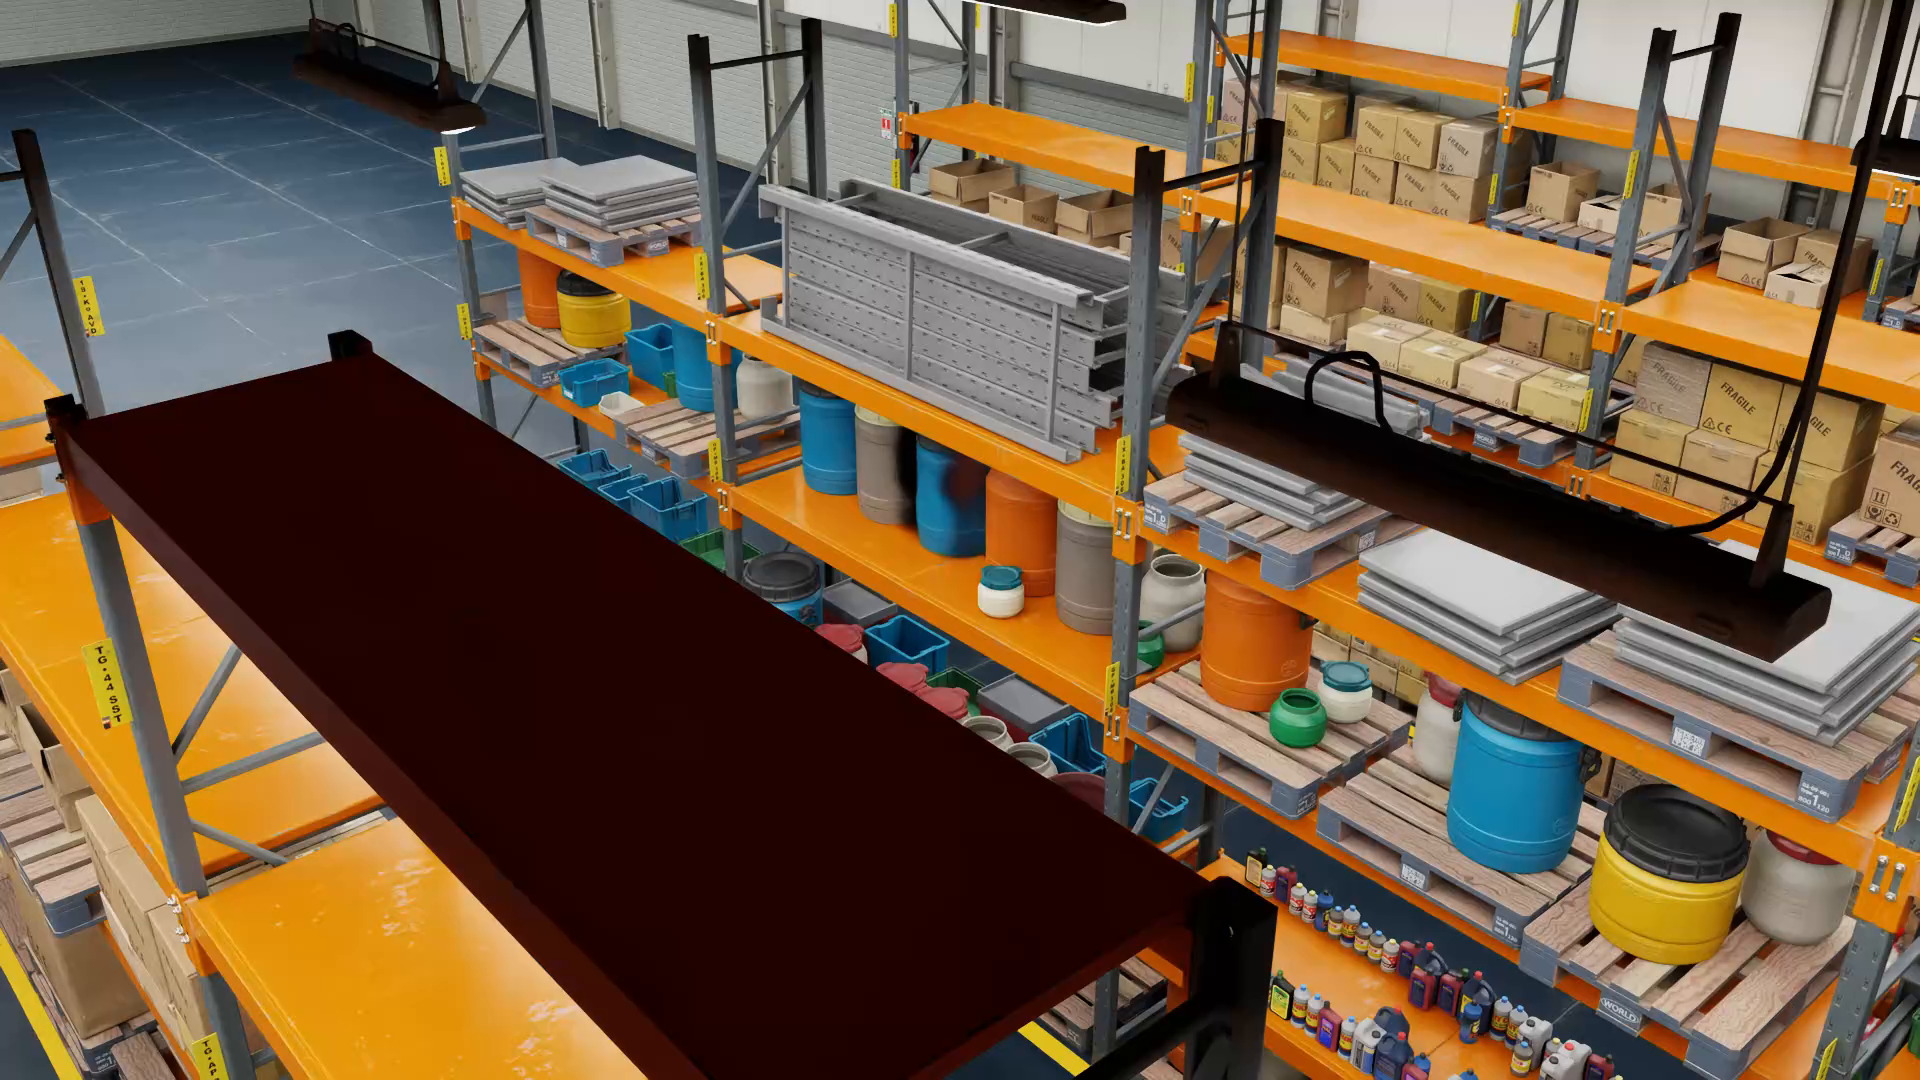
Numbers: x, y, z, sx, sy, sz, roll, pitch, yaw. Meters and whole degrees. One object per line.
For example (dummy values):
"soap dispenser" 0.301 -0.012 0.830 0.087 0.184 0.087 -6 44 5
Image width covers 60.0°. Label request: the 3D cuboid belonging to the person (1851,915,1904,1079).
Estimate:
"person" 5.238 2.864 9.980 0.611 1.735 1.051 -23 35 -37
